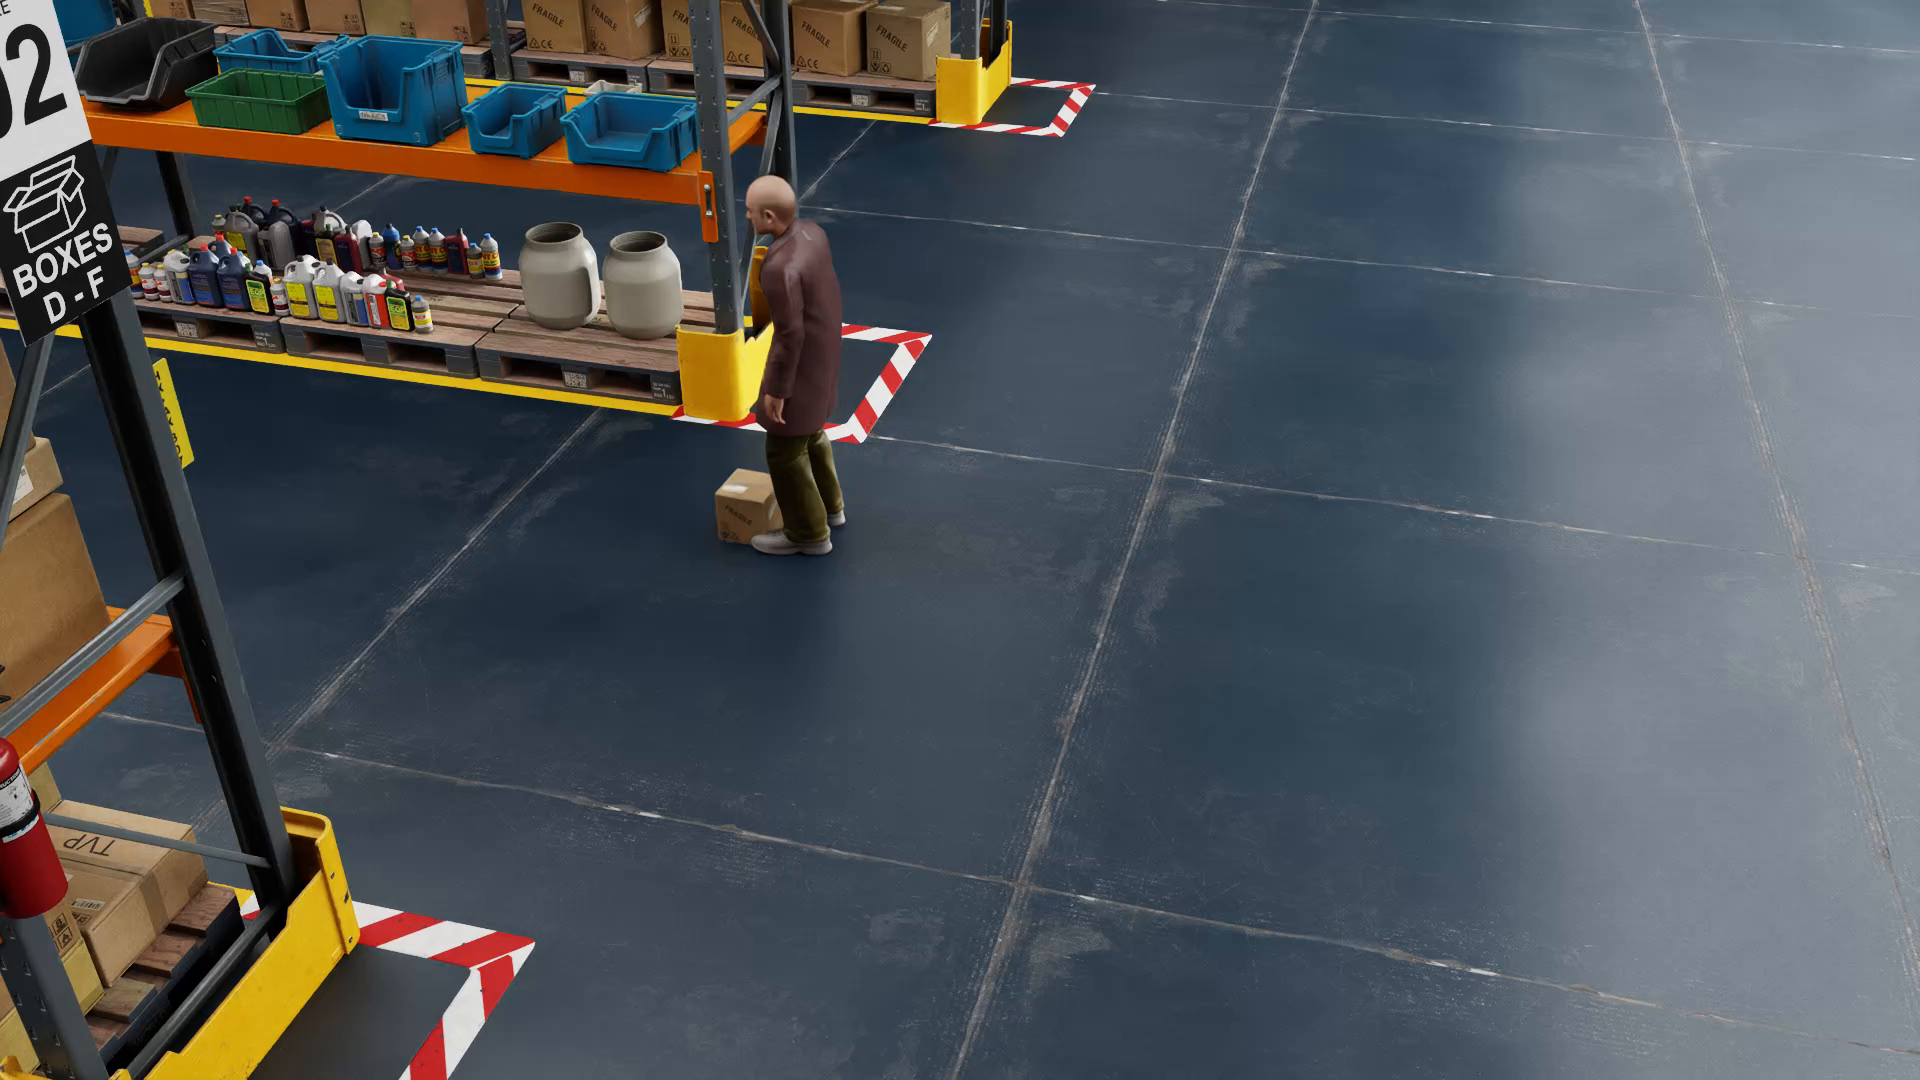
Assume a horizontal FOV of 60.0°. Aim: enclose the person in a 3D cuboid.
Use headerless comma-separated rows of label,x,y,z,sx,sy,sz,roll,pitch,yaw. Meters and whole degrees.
person,-0.731,-0.760,7.351,0.429,1.772,0.643,7,33,10
